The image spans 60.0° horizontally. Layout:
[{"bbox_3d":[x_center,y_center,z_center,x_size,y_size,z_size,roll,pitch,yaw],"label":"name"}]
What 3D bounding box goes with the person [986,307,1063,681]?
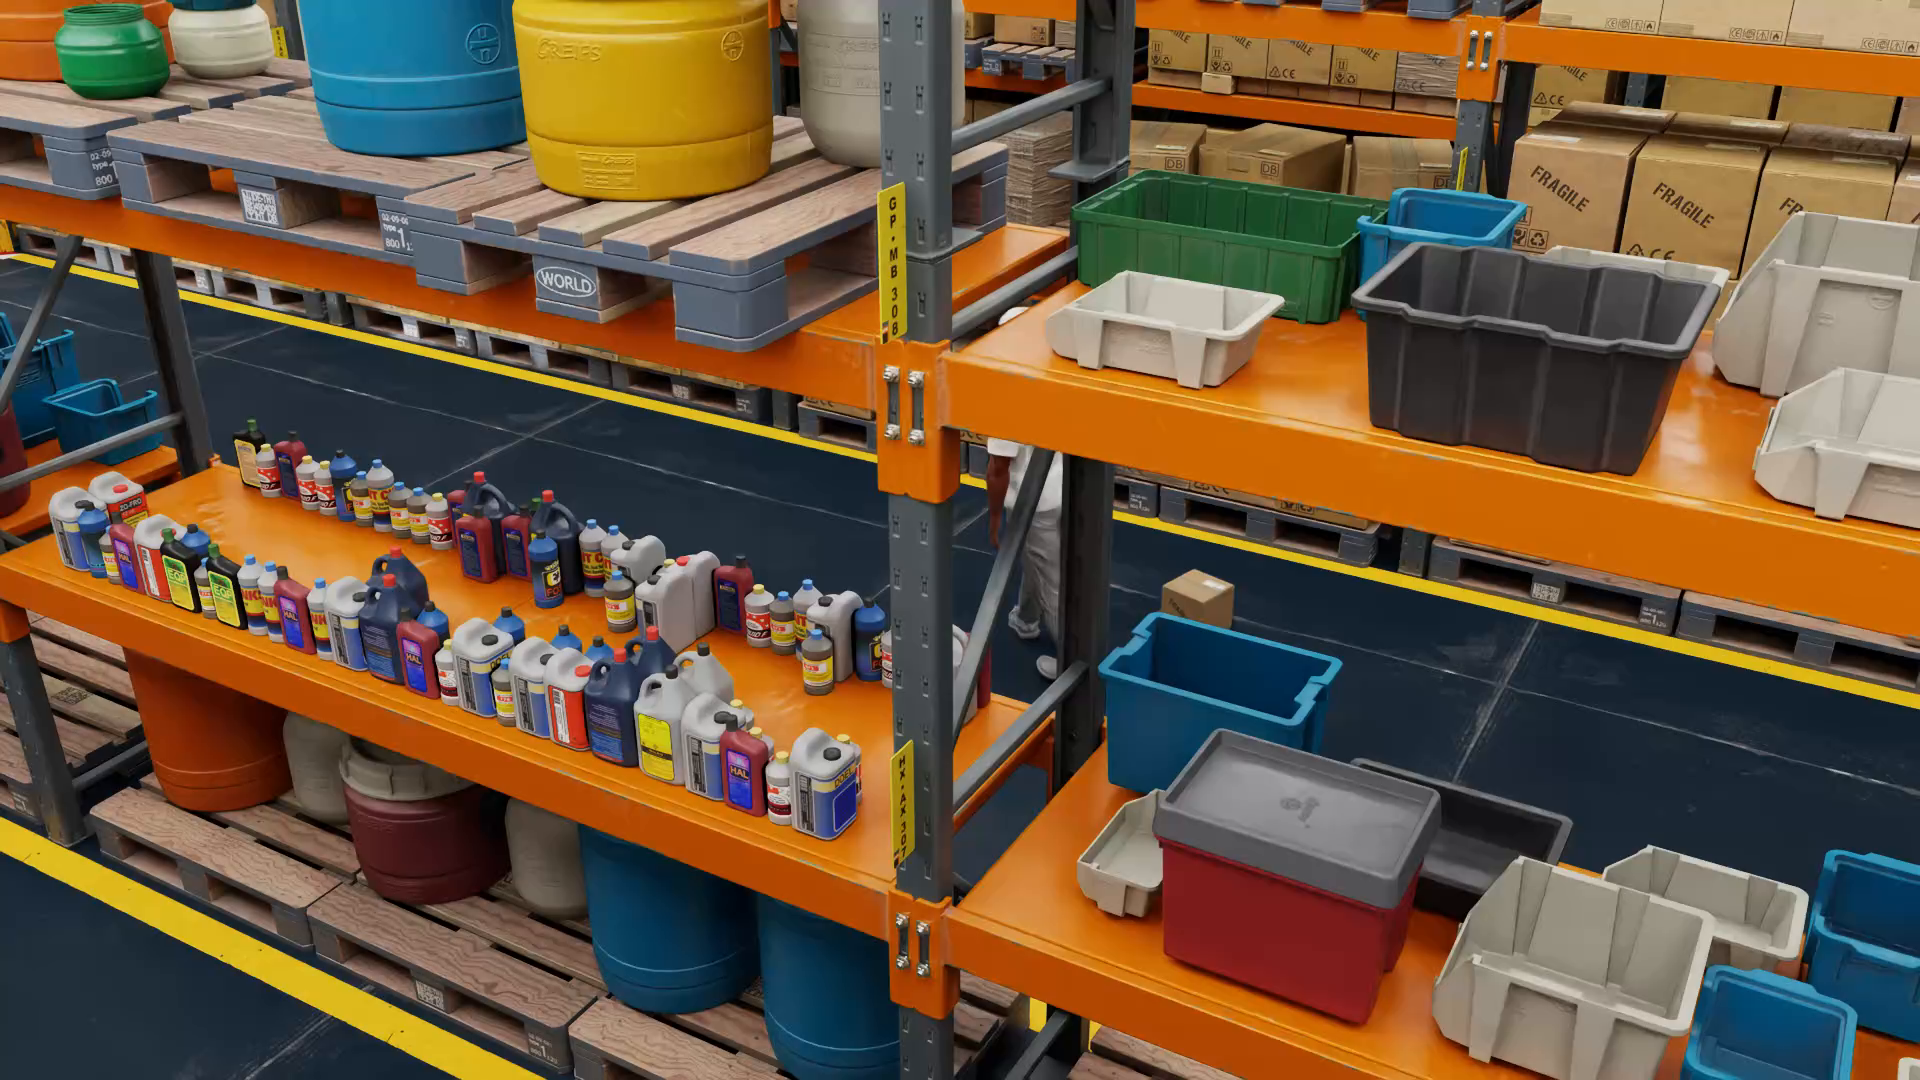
[{"bbox_3d":[0.345,-0.198,7.512,0.785,1.765,0.624,23,35,39],"label":"person"}]
